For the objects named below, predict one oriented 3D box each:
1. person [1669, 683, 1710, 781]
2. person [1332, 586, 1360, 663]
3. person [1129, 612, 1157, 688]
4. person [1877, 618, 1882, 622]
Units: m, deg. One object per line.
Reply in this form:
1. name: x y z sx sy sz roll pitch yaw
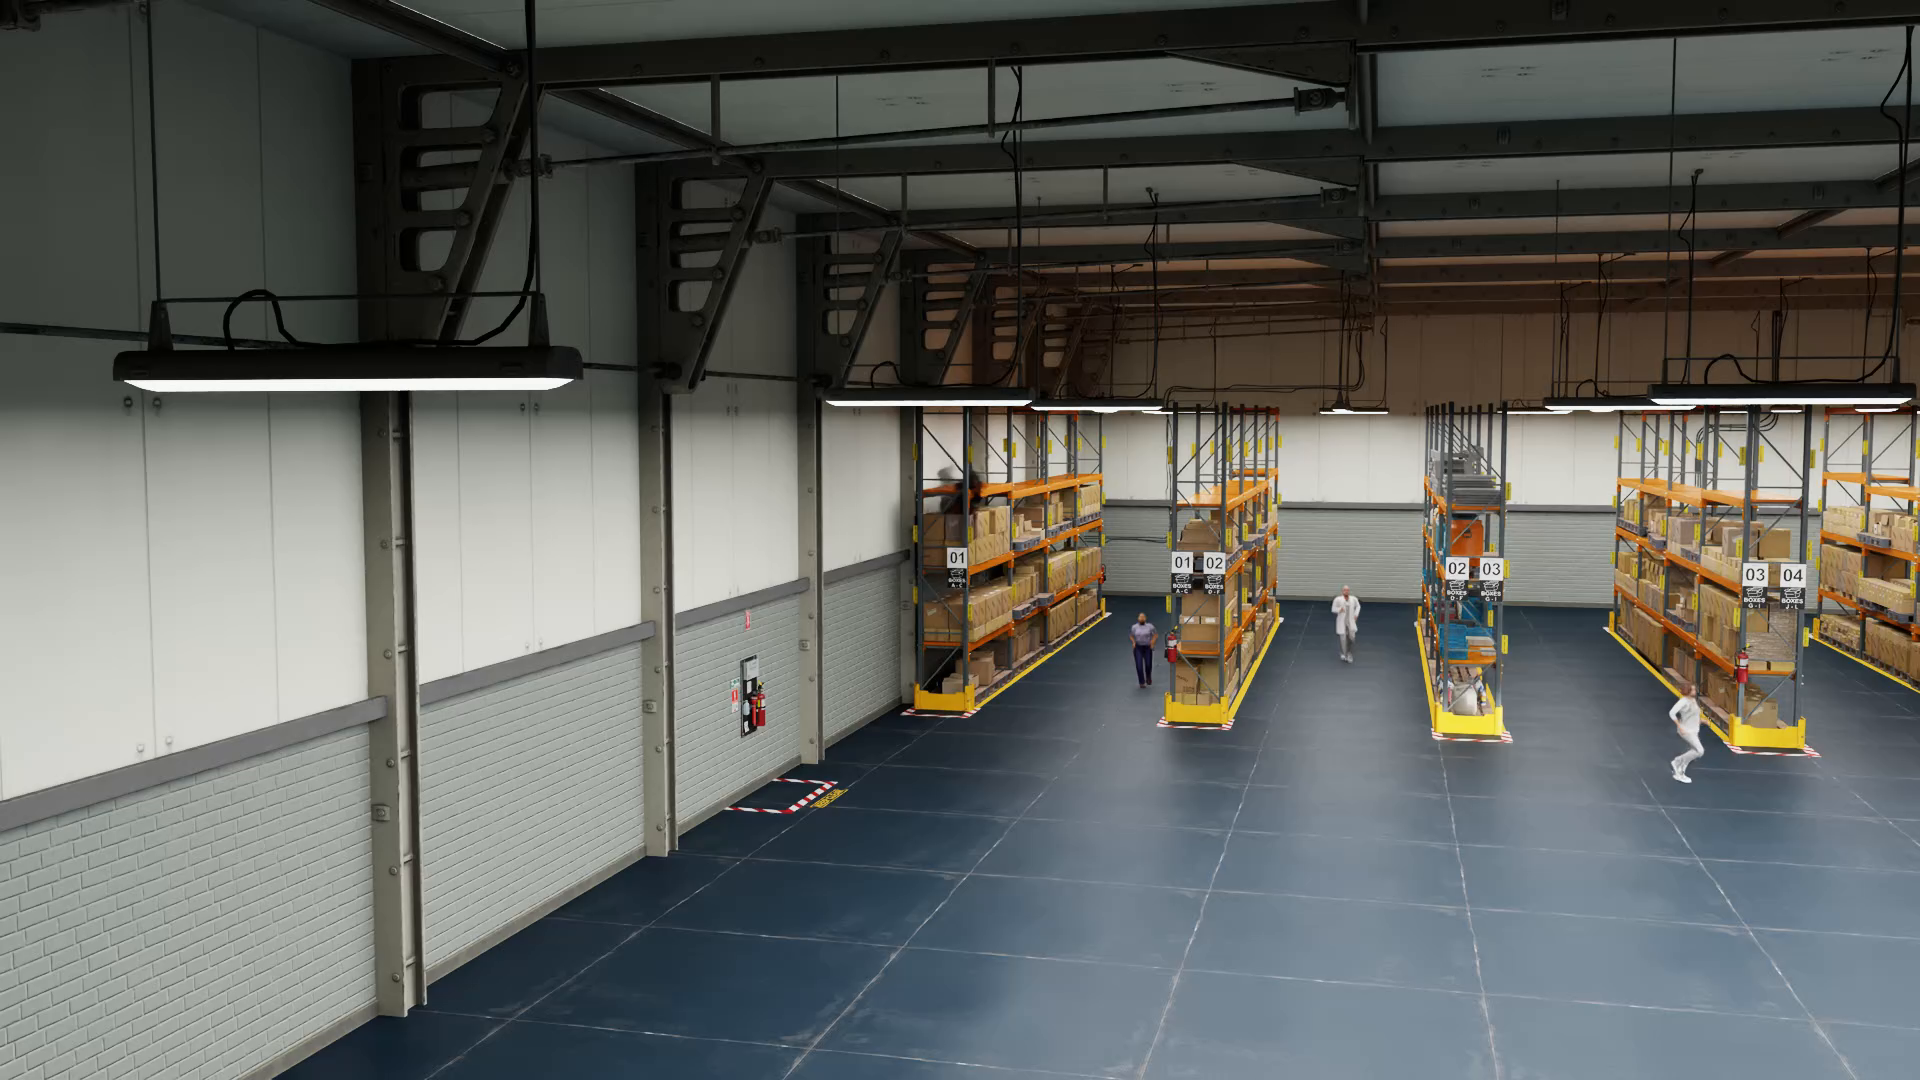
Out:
1. person: 11.450 3.026 26.044 0.544 1.548 0.528 4 6 45
2. person: 9.036 1.976 38.880 0.688 1.814 0.755 0 4 6
3. person: 3.856 2.330 35.068 0.581 1.602 0.516 1 4 10
4. person: 24.566 1.629 43.986 0.927 1.682 0.540 1 4 13
